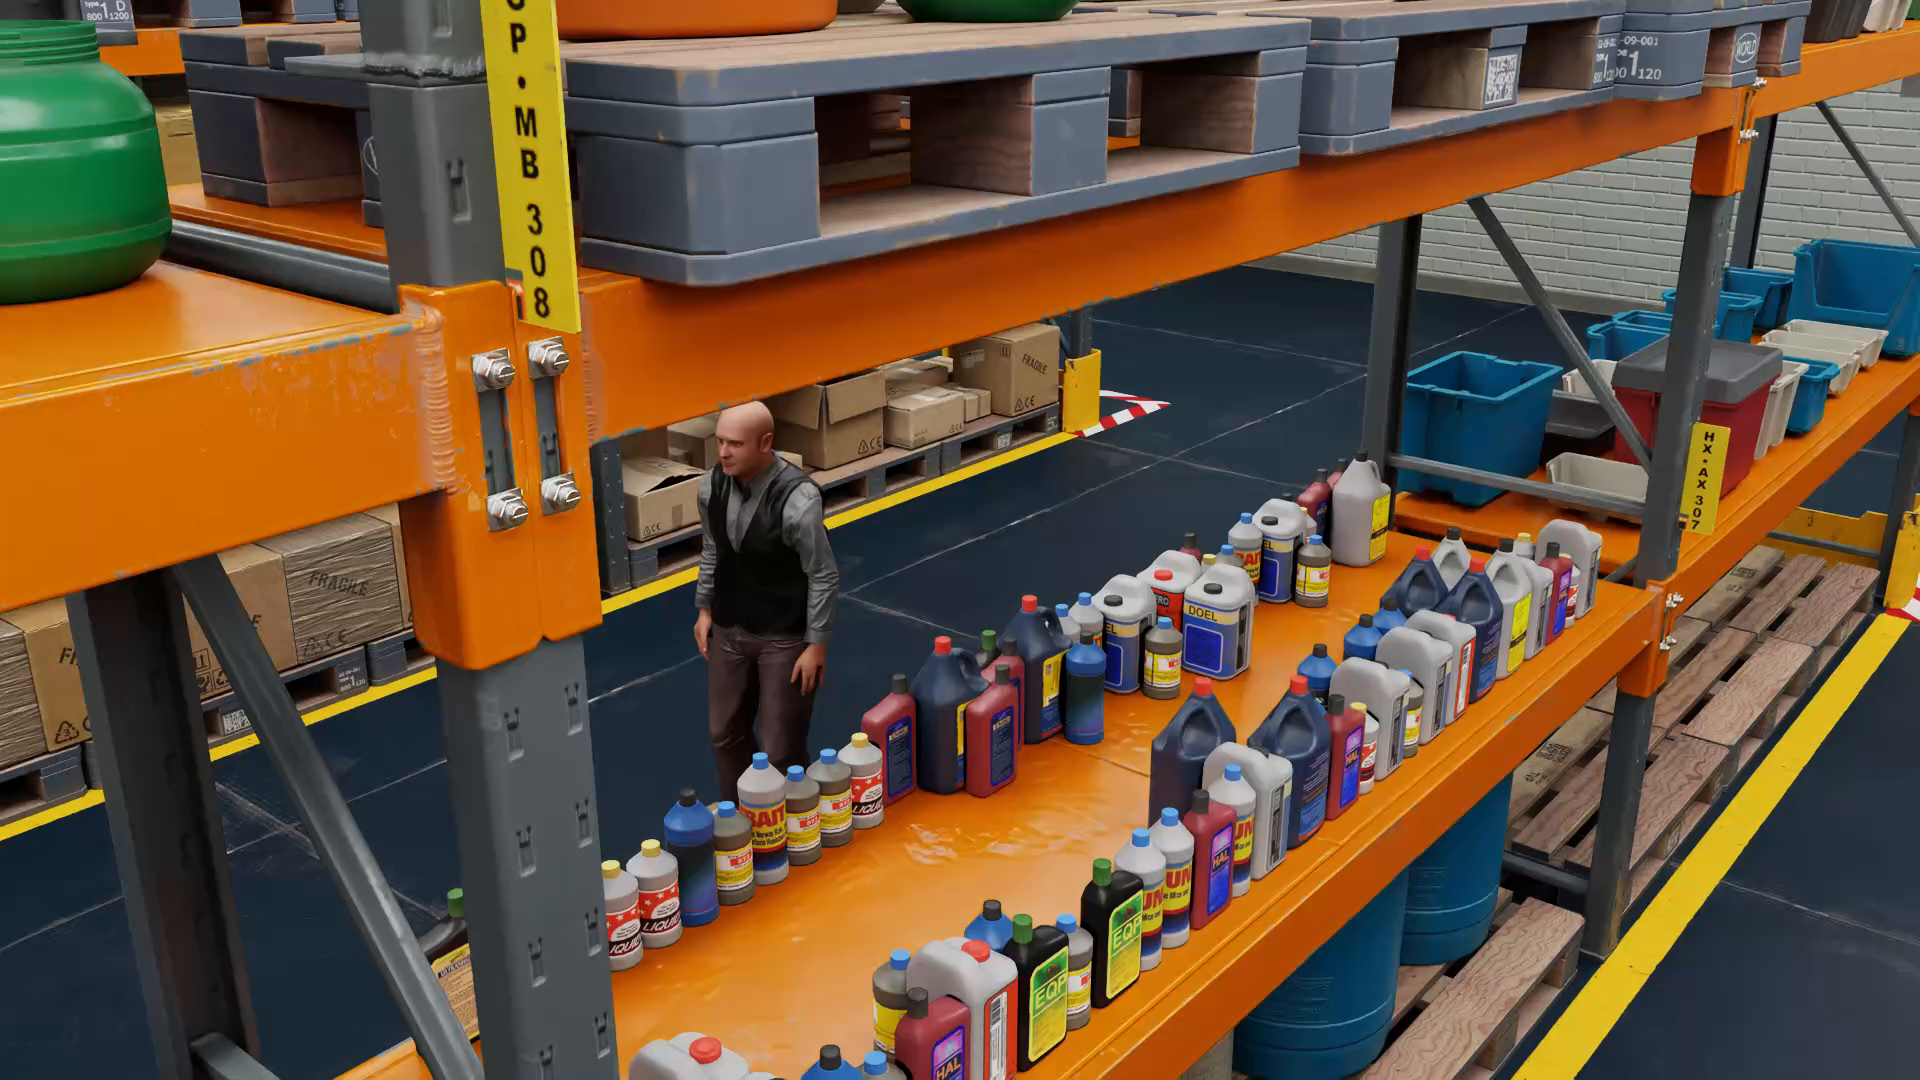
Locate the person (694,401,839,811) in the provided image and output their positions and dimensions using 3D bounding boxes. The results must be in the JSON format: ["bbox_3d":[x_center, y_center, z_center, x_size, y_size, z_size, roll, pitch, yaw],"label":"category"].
[{"bbox_3d":[-0.669,0.334,5.696,0.579,1.719,0.398,14,24,34],"label":"person"}]
